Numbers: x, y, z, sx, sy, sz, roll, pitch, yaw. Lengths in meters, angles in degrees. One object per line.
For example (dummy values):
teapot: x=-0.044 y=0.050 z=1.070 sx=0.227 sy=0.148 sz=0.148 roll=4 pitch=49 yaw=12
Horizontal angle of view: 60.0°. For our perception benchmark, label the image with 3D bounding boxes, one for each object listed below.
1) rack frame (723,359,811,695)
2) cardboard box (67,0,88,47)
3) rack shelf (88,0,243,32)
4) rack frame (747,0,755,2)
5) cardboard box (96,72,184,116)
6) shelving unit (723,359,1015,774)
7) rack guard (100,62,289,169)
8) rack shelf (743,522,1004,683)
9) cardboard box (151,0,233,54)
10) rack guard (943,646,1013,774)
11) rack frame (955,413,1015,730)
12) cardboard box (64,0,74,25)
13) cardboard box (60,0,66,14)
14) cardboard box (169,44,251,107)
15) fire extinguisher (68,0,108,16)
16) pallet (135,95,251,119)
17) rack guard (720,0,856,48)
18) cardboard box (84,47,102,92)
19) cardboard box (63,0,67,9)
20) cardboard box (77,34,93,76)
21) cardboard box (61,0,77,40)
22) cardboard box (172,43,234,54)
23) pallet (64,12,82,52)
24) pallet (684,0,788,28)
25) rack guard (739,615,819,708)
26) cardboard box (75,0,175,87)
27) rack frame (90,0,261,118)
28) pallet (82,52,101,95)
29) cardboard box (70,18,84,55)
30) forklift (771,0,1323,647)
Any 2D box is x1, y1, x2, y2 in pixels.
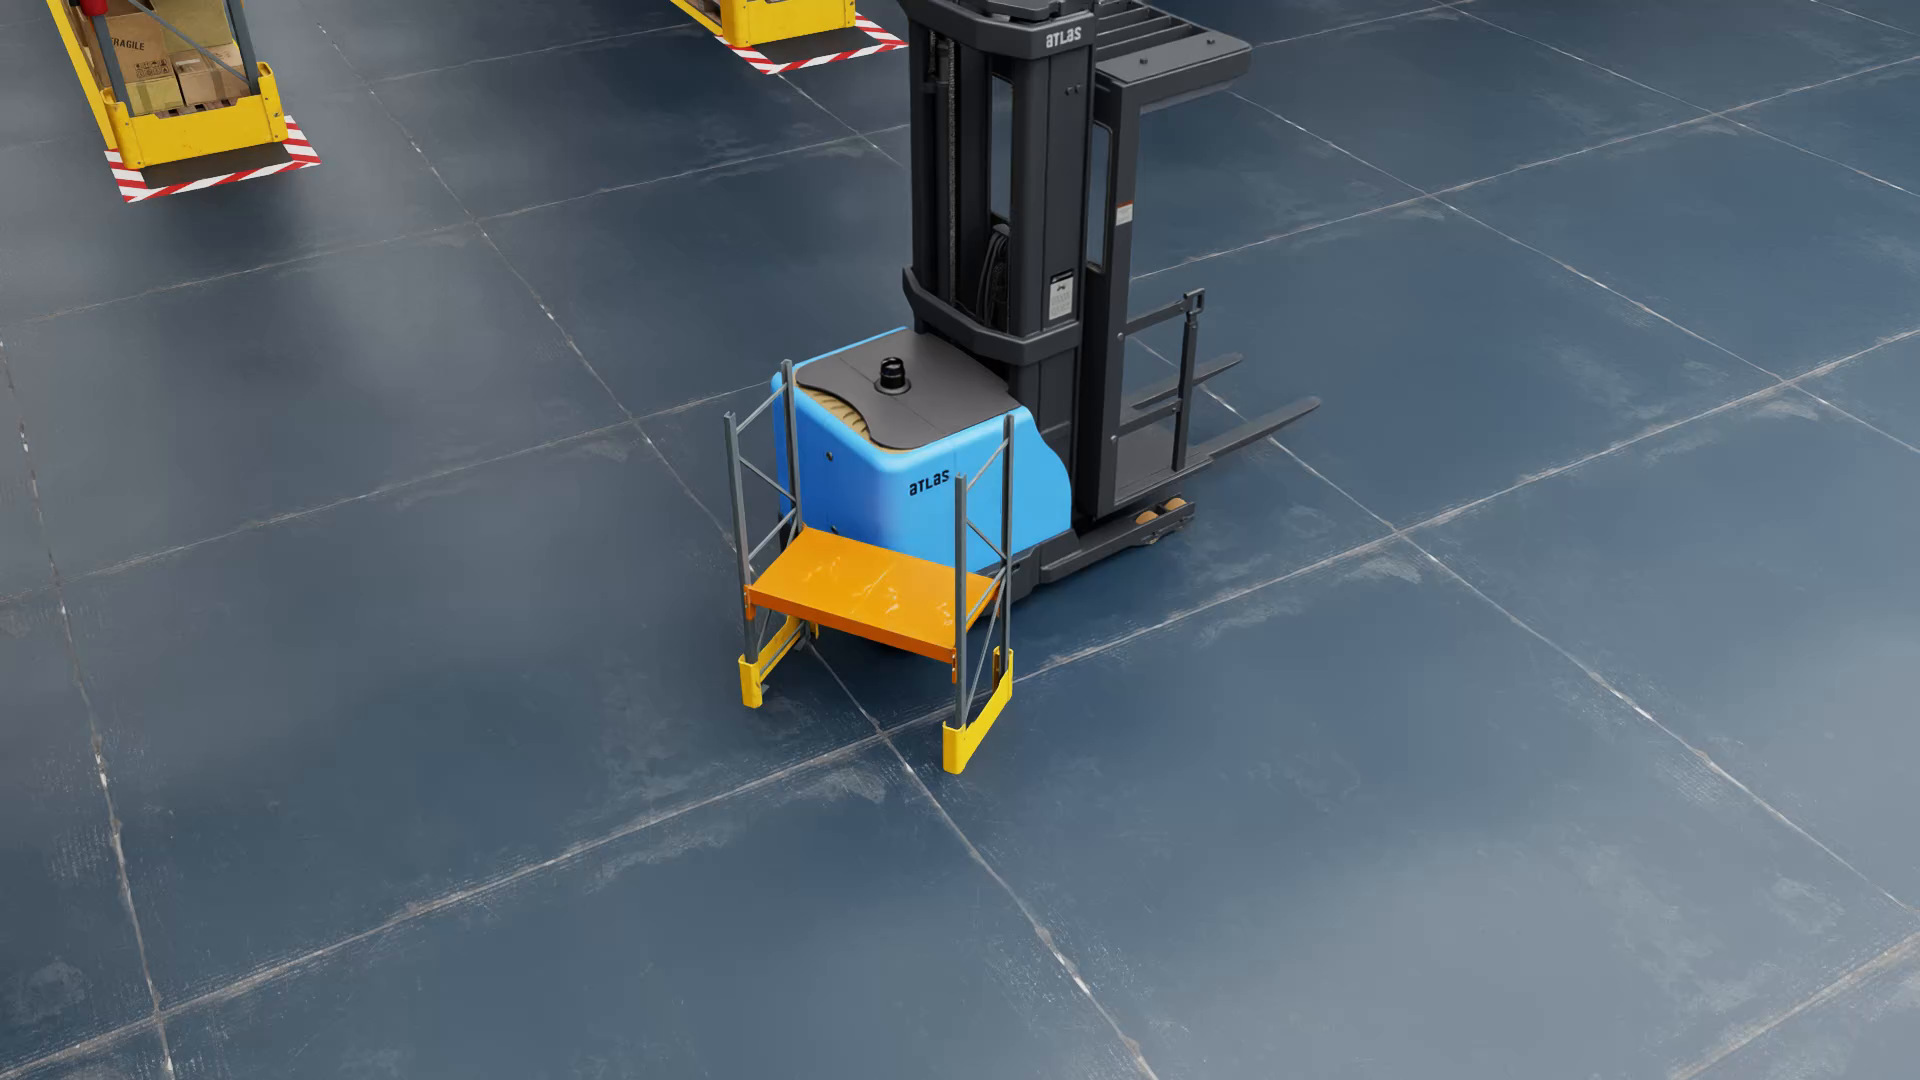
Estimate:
rack frame: x=-0.823 y=-0.015 z=7.227 sx=0.032 sy=1.500 sz=0.500 roll=15 pitch=39 yaw=20
cardboard box: x=-6.740 y=-4.243 z=13.082 sx=0.500 sy=0.500 sz=0.500 roll=-19 pitch=40 yaw=-24
rack shelf: x=-6.703 y=-4.919 z=13.279 sx=1.077 sy=0.370 sz=4.000 roll=-19 pitch=40 yaw=-24
rack frame: x=-1.414 y=-5.655 z=13.677 sx=1.000 sy=3.000 sz=0.127 roll=-19 pitch=40 yaw=-24
cardboard box: x=-6.223 y=-3.435 z=12.612 sx=0.500 sy=0.250 sz=0.500 roll=-19 pitch=40 yaw=-24
shelving unit: x=-0.370 y=0.109 z=7.057 sx=1.083 sy=1.500 sz=0.587 roll=15 pitch=39 yaw=20
rack guard: x=-5.686 y=-3.168 z=12.391 sx=1.175 sy=0.500 sz=0.348 roll=-19 pitch=40 yaw=-24
rack shelf: x=-0.362 y=0.256 z=7.160 sx=1.000 sy=0.185 sz=0.538 roll=15 pitch=39 yaw=20
cardboard box: x=-6.028 y=-4.145 z=12.949 sx=0.500 sy=0.500 sz=0.500 roll=-19 pitch=40 yaw=-24
rack guard: x=0.081 y=0.738 z=7.256 sx=0.087 sy=0.250 sz=0.587 roll=15 pitch=39 yaw=20
rack frame: x=0.099 y=0.238 z=6.880 sx=0.032 sy=1.500 sz=0.500 roll=15 pitch=39 yaw=20
cardboard box: x=-6.990 y=-4.498 z=13.432 sx=0.500 sy=0.500 sz=0.500 roll=-19 pitch=40 yaw=-24
cardboard box: x=-7.490 y=-4.706 z=14.352 sx=0.500 sy=0.250 sz=0.500 roll=-19 pitch=40 yaw=-24
cardboard box: x=-5.775 y=-3.588 z=12.822 sx=0.500 sy=0.250 sz=0.500 roll=-19 pitch=40 yaw=-24
fire extinguisher: x=-6.041 y=-3.960 z=11.422 sx=0.296 sy=0.674 sz=0.183 roll=-19 pitch=40 yaw=-24
pallet: x=-6.119 y=-3.441 z=13.010 sx=1.003 sy=0.211 sz=1.213 roll=-19 pitch=40 yaw=-24
rack guard: x=-1.492 y=-4.671 z=14.449 sx=1.175 sy=0.500 sz=0.348 roll=-19 pitch=40 yaw=-24
cardboard box: x=-6.485 y=-3.686 z=12.956 sx=0.500 sy=0.250 sz=0.500 roll=-19 pitch=40 yaw=-24
cardboard box: x=-7.243 y=-4.752 z=13.780 sx=0.500 sy=0.500 sz=0.500 roll=-19 pitch=40 yaw=-24
cardboard box: x=-6.737 y=-3.941 z=13.305 sx=0.500 sy=0.250 sz=0.500 roll=-19 pitch=40 yaw=-24
cardboard box: x=-7.243 y=-4.449 z=14.001 sx=0.500 sy=0.250 sz=0.500 roll=-19 pitch=40 yaw=-24
cardboard box: x=-6.030 y=-3.842 z=13.170 sx=0.500 sy=0.250 sz=0.500 roll=-19 pitch=40 yaw=-24
pallet: x=-7.345 y=-4.685 z=14.713 sx=1.003 sy=0.211 sz=1.213 roll=-19 pitch=40 yaw=-24
pallet: x=-1.896 y=-4.970 z=15.103 sx=1.003 sy=0.211 sz=1.213 roll=-19 pitch=40 yaw=-24
rack guard: x=-0.822 y=0.490 z=7.595 sx=0.087 sy=0.250 sz=0.587 roll=15 pitch=39 yaw=20
cardboard box: x=-6.225 y=-3.737 z=12.390 sx=0.500 sy=0.500 sz=0.500 roll=-19 pitch=40 yaw=-24
rack frame: x=-5.698 y=-4.190 z=11.670 sx=1.000 sy=3.000 sz=0.127 roll=-19 pitch=40 yaw=-24
pallet: x=-6.728 y=-4.063 z=13.861 sx=1.003 sy=0.211 sz=1.213 roll=-19 pitch=40 yaw=-24
cardboard box: x=-6.987 y=-4.196 z=13.655 sx=0.500 sy=0.250 sz=0.500 roll=-19 pitch=40 yaw=-24
forklift: x=0.587 y=-1.389 z=7.893 sx=3.031 sy=2.935 sz=1.130 roll=-24 pitch=42 yaw=-29
